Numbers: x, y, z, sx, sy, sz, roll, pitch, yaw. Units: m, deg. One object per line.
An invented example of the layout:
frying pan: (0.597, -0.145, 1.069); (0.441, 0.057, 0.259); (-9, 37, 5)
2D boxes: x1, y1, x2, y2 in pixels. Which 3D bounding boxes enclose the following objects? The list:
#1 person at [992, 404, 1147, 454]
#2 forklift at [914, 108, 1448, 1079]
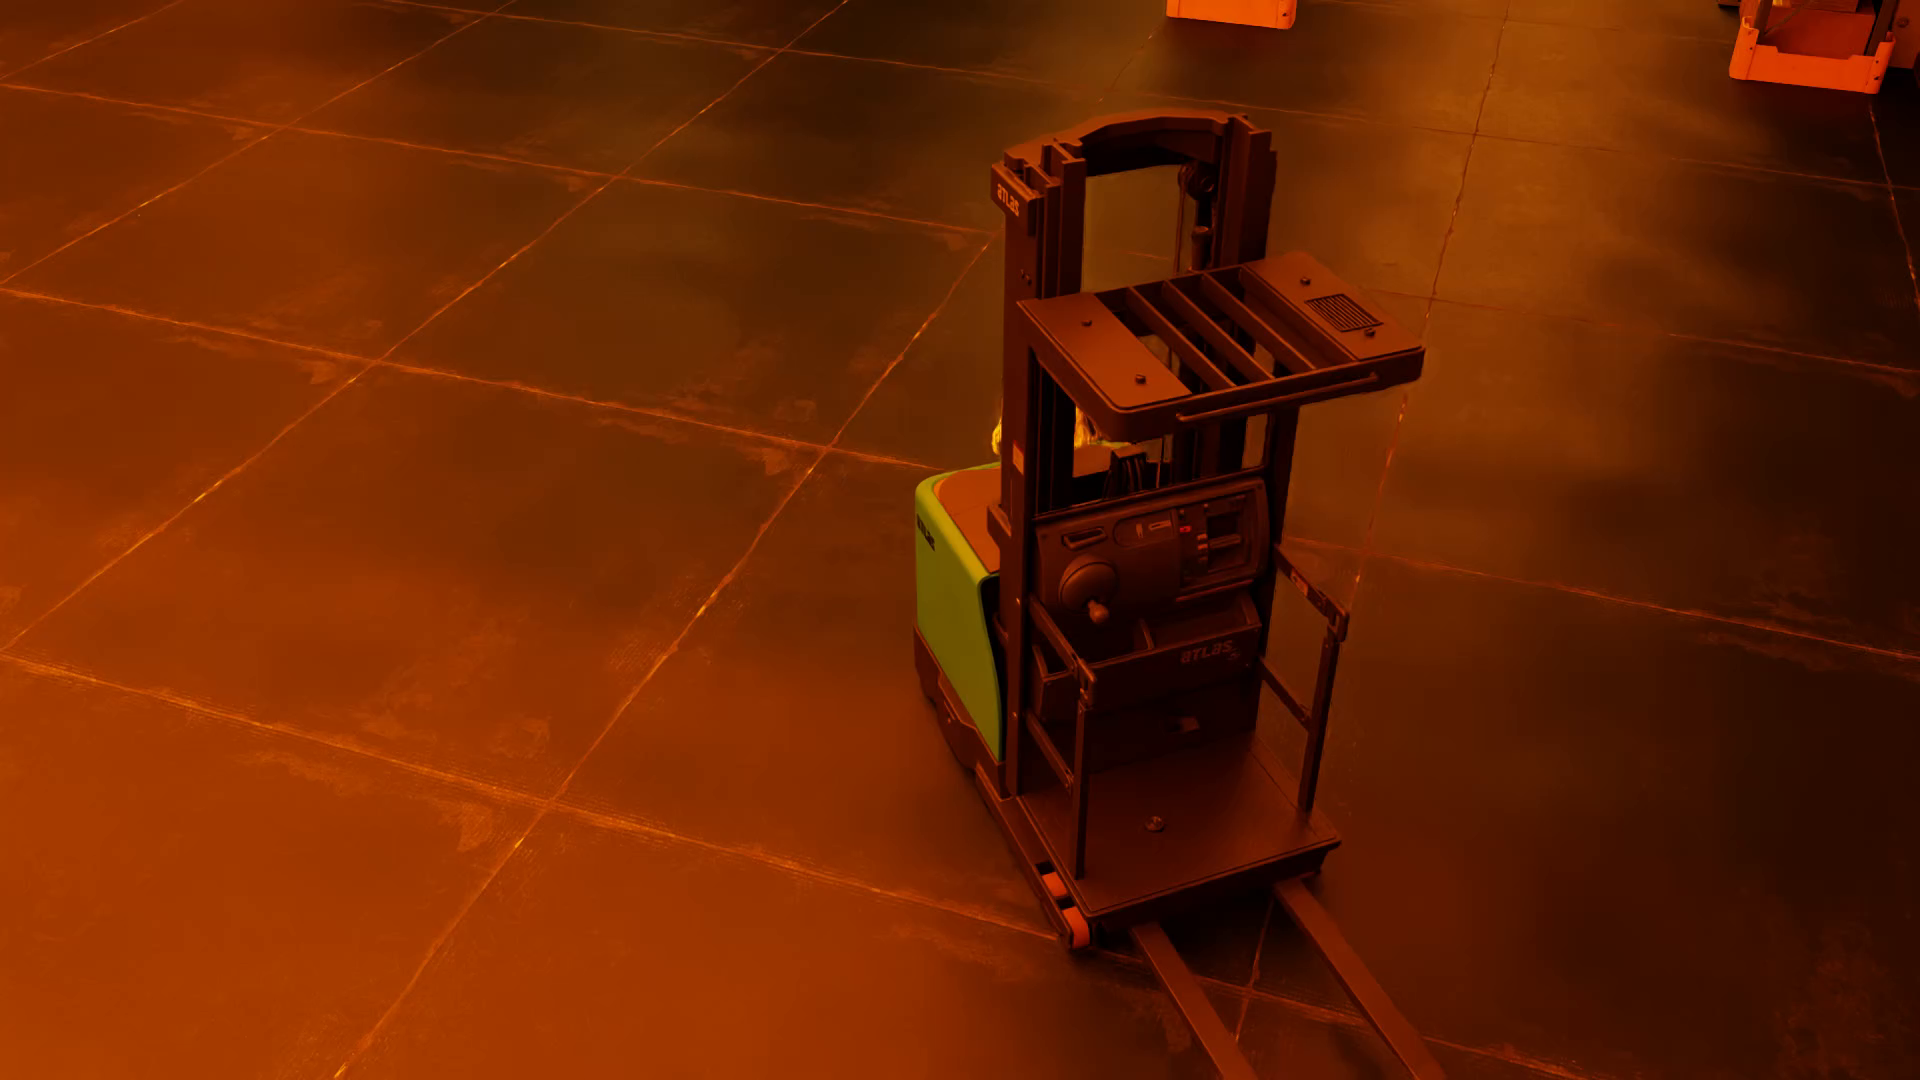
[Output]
person: (0.540, -0.430, 8.001); (0.997, 1.518, 0.923); (22, 41, 28)
forklift: (0.799, 0.107, 5.959); (1.130, 2.935, 3.031); (-13, 37, -17)
